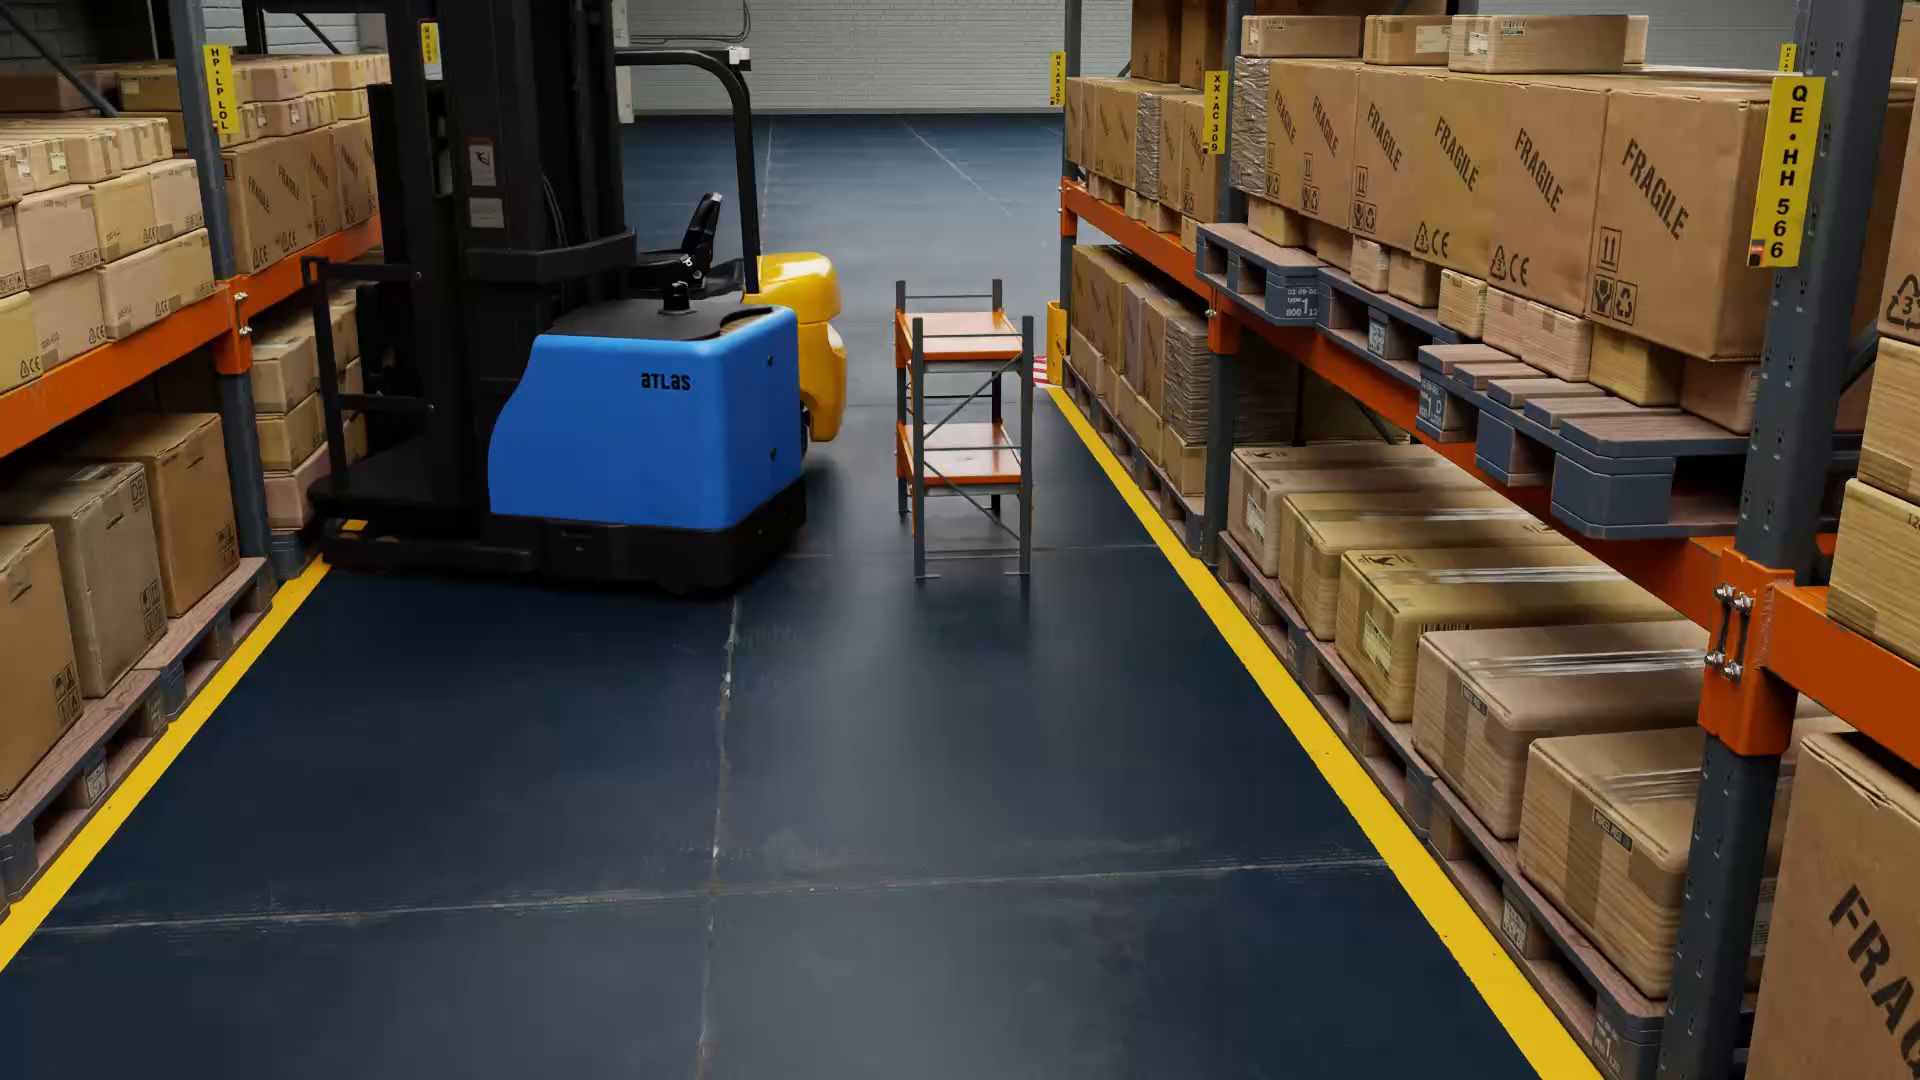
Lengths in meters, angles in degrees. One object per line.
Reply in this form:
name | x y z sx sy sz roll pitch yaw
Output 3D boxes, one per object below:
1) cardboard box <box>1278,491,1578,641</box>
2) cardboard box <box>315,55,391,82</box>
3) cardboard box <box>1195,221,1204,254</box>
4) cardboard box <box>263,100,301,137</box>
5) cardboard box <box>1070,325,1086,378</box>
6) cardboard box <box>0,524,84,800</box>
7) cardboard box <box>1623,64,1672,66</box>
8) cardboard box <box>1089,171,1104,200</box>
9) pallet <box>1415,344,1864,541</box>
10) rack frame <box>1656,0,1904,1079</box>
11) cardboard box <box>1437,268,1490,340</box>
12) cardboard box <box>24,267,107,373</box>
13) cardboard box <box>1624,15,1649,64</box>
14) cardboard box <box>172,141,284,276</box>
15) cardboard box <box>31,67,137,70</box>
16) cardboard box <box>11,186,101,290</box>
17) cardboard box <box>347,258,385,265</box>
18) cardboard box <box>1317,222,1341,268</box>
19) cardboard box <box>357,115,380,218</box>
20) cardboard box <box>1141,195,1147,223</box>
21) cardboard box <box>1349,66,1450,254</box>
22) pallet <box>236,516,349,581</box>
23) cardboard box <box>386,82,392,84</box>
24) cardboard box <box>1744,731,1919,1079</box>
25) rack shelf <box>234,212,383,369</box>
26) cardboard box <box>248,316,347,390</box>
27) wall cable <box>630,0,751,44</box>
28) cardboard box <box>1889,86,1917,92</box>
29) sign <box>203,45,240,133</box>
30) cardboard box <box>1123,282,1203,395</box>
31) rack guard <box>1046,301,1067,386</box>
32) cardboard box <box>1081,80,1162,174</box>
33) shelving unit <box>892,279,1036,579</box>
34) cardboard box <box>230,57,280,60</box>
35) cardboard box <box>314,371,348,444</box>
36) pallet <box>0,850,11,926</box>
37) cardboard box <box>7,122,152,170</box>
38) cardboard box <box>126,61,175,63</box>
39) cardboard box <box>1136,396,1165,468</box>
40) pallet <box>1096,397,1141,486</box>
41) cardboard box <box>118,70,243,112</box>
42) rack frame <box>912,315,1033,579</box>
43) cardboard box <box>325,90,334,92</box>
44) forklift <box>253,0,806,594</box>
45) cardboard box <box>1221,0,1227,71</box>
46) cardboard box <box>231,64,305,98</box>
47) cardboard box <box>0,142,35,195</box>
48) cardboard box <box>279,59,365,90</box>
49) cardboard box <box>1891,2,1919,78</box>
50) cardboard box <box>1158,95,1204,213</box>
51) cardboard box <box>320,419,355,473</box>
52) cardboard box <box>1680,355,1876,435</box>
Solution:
cardboard box | 1.711 0.085 6.086 0.950 0.372 0.625 -1 17 -2
cardboard box | -3.470 -2.703 9.532 0.380 0.149 0.250 -2 18 -6
cardboard box | 1.241 -1.306 7.247 0.380 0.149 0.250 -2 18 -6
cardboard box | -3.166 -1.875 7.390 0.380 0.149 0.250 -1 17 -4
cardboard box | 0.972 -1.170 10.287 0.500 0.250 0.500 -2 18 -6
cardboard box | -3.143 0.358 4.791 0.875 0.625 0.625 -3 18 -8
cardboard box | 1.952 -1.297 5.436 0.500 0.500 0.500 -1 17 -4
cardboard box | 0.961 -2.070 9.682 0.380 0.149 0.250 -2 17 -5
pallet | 1.810 -0.265 3.833 1.213 0.211 1.003 -2 18 -6
rack frame | 1.986 -0.147 3.138 0.949 2.616 0.053 -2 18 -6
cardboard box | 1.491 -0.626 4.383 0.380 0.149 0.250 -1 17 -5
cardboard box | -2.970 -0.672 5.062 0.500 0.250 0.500 -2 18 -5
cardboard box | 1.985 -1.622 5.388 0.380 0.149 0.250 -3 18 -8
cardboard box | -3.146 -1.373 6.874 0.500 0.500 0.500 -2 18 -7
cardboard box | -3.719 -1.924 7.051 0.380 0.149 0.250 -2 18 -6
cardboard box | -2.948 -0.908 4.976 0.500 0.250 0.500 -1 17 -5
cardboard box | -3.356 -1.462 9.547 0.500 0.250 0.500 -1 17 -5
cardboard box | 1.427 -1.010 5.606 0.380 0.149 0.250 -2 17 -5
cardboard box | -3.363 -1.978 8.803 0.500 0.500 0.500 -2 18 -7
cardboard box | 1.136 -1.685 8.457 0.380 0.149 0.250 -2 18 -7
cardboard box | 1.493 -1.131 4.907 0.500 0.500 0.500 -2 18 -8
pallet | -3.400 -0.093 7.619 1.003 0.211 1.213 -2 18 -6
cardboard box | -3.402 -2.564 9.585 0.380 0.149 0.250 -1 17 -5
cardboard box | 1.978 0.874 2.730 0.875 0.875 0.875 -2 18 -6
rack shelf | -3.566 -1.437 8.448 1.077 0.370 4.000 -2 18 -6
cardboard box | -3.140 -0.857 7.618 0.500 0.250 0.500 -2 18 -6
wall cable | -6.680 -13.378 40.451 3.097 2.526 0.112 -2 18 -6
cardboard box | 2.173 -0.679 3.466 0.500 0.500 0.500 -2 18 -7
sign | -2.821 -1.719 6.344 0.100 0.325 0.005 -2 18 -6
cardboard box | 1.141 -1.057 8.673 0.500 0.500 0.500 -1 17 -3
rack guard | 1.172 -1.316 11.033 1.175 0.500 0.348 -2 18 -6
cardboard box | 0.994 -2.417 9.703 0.500 0.500 0.500 -1 17 -4
shelving unit | 0.001 -0.535 7.502 0.538 1.125 1.048 -2 18 -6
cardboard box | -3.905 -2.537 9.005 0.380 0.149 0.250 -2 18 -5
cardboard box | -3.157 -0.615 7.684 0.500 0.250 0.500 -2 18 -6
pallet | -2.993 1.091 3.849 1.003 0.211 1.213 -2 18 -6
cardboard box | -3.059 -1.371 5.785 0.380 0.149 0.250 -2 18 -6
cardboard box | -3.788 -2.228 8.021 0.380 0.149 0.250 -1 17 -4
cardboard box | 1.184 -0.554 8.322 0.500 0.250 0.500 -2 18 -7
pallet | 1.343 -0.572 9.147 1.003 0.211 1.213 -2 18 -6
cardboard box | -3.098 -1.788 6.618 0.380 0.149 0.250 -1 17 -5
rack frame | 0.053 -0.383 7.020 0.500 1.125 0.032 -2 18 -6
cardboard box | -3.365 -2.180 8.364 0.380 0.149 0.250 -2 18 -6
forklift | -2.287 -1.397 7.232 3.031 2.935 1.130 4 18 14
cardboard box | 1.691 -2.447 8.130 0.700 0.500 0.500 -2 18 -7
cardboard box | -3.228 -2.095 7.596 0.380 0.149 0.250 -2 18 -7
cardboard box | -2.943 -1.067 4.818 0.380 0.149 0.250 -2 18 -5
cardboard box | -3.295 -2.398 8.561 0.380 0.149 0.250 -1 17 -5
cardboard box | 6.226 -3.028 10.261 0.875 0.550 0.550 -2 18 -6
cardboard box | 1.224 -1.807 7.760 0.500 0.500 0.500 -1 17 -4
cardboard box | -3.148 -0.378 7.764 0.500 0.250 0.500 -2 18 -7
cardboard box | 1.722 -0.318 3.401 0.380 0.149 0.250 -1 17 -4
